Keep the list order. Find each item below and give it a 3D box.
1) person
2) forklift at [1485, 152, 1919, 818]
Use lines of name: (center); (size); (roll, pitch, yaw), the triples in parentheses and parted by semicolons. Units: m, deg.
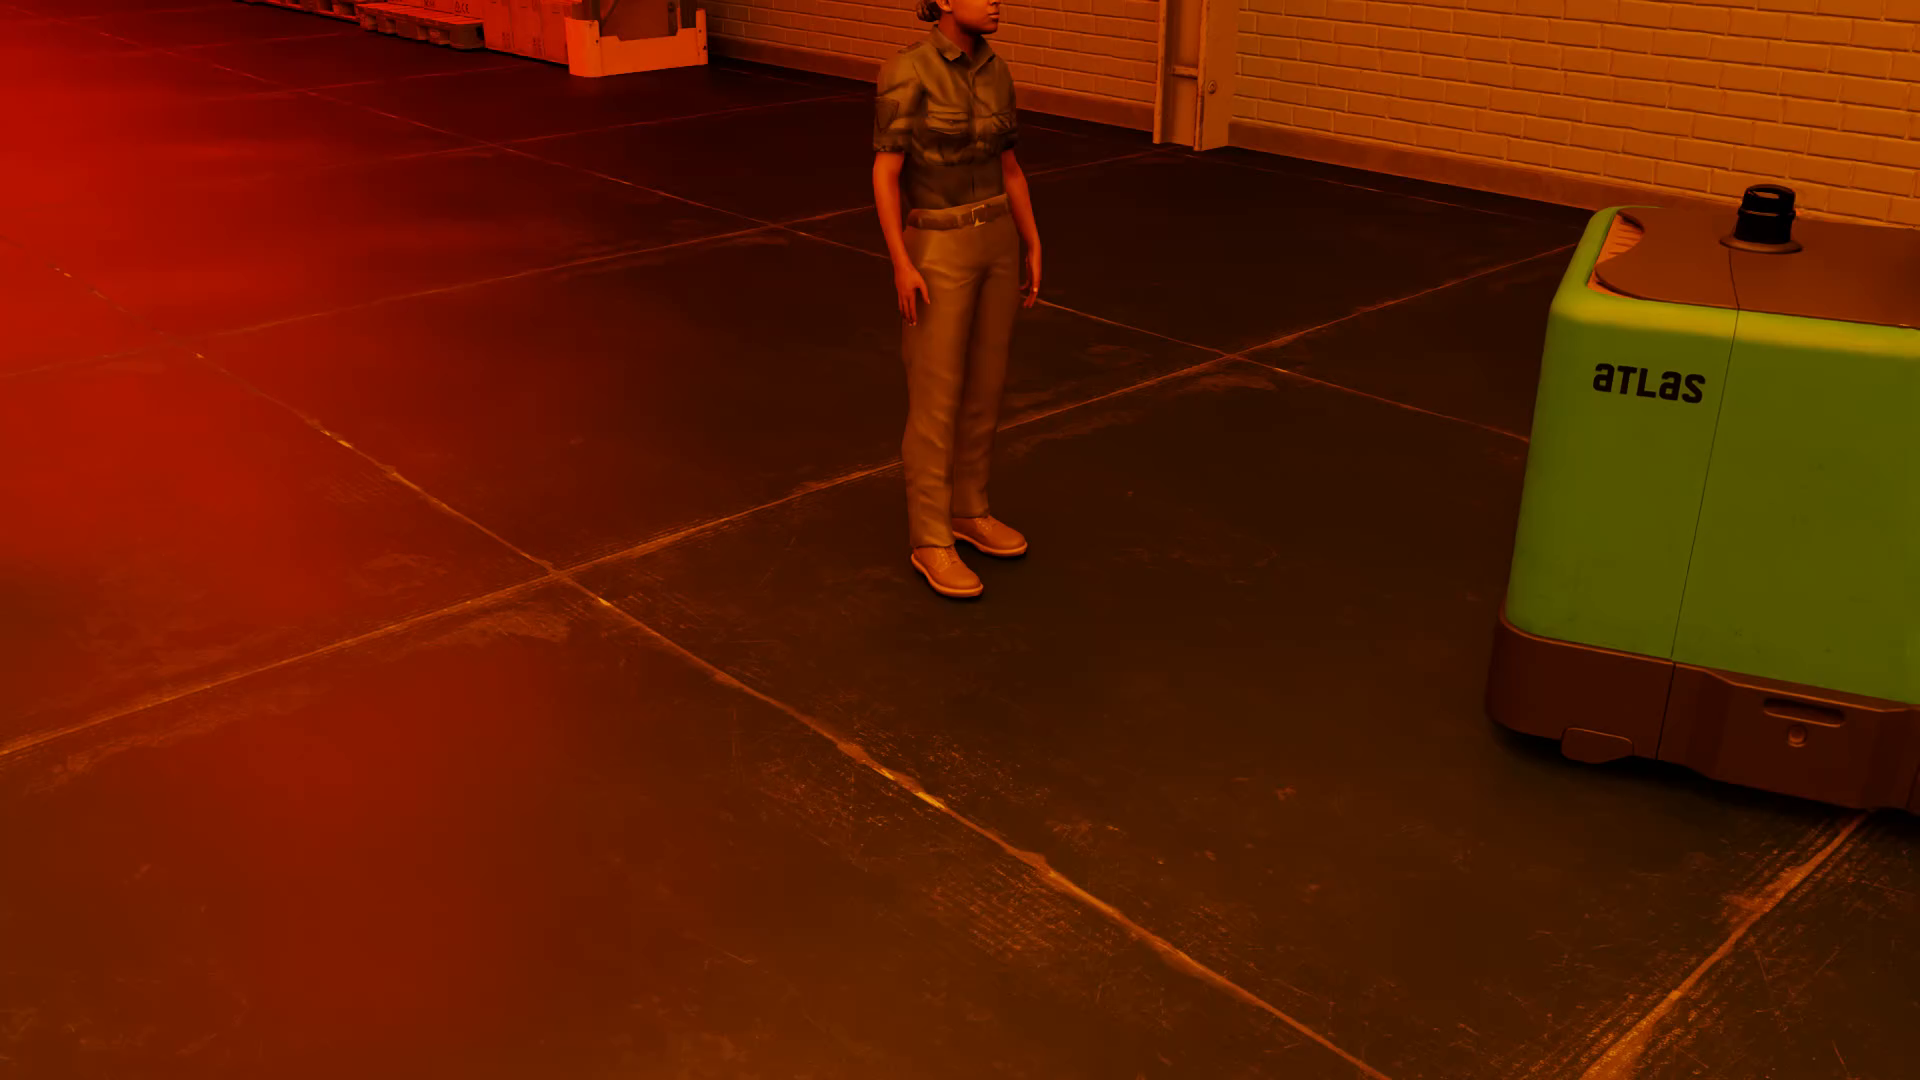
person: (0.045, -0.731, 4.518); (0.570, 1.654, 0.504); (-20, 31, -38)
forklift: (2.781, -0.792, 3.101); (3.031, 2.935, 1.130); (10, 26, 22)
